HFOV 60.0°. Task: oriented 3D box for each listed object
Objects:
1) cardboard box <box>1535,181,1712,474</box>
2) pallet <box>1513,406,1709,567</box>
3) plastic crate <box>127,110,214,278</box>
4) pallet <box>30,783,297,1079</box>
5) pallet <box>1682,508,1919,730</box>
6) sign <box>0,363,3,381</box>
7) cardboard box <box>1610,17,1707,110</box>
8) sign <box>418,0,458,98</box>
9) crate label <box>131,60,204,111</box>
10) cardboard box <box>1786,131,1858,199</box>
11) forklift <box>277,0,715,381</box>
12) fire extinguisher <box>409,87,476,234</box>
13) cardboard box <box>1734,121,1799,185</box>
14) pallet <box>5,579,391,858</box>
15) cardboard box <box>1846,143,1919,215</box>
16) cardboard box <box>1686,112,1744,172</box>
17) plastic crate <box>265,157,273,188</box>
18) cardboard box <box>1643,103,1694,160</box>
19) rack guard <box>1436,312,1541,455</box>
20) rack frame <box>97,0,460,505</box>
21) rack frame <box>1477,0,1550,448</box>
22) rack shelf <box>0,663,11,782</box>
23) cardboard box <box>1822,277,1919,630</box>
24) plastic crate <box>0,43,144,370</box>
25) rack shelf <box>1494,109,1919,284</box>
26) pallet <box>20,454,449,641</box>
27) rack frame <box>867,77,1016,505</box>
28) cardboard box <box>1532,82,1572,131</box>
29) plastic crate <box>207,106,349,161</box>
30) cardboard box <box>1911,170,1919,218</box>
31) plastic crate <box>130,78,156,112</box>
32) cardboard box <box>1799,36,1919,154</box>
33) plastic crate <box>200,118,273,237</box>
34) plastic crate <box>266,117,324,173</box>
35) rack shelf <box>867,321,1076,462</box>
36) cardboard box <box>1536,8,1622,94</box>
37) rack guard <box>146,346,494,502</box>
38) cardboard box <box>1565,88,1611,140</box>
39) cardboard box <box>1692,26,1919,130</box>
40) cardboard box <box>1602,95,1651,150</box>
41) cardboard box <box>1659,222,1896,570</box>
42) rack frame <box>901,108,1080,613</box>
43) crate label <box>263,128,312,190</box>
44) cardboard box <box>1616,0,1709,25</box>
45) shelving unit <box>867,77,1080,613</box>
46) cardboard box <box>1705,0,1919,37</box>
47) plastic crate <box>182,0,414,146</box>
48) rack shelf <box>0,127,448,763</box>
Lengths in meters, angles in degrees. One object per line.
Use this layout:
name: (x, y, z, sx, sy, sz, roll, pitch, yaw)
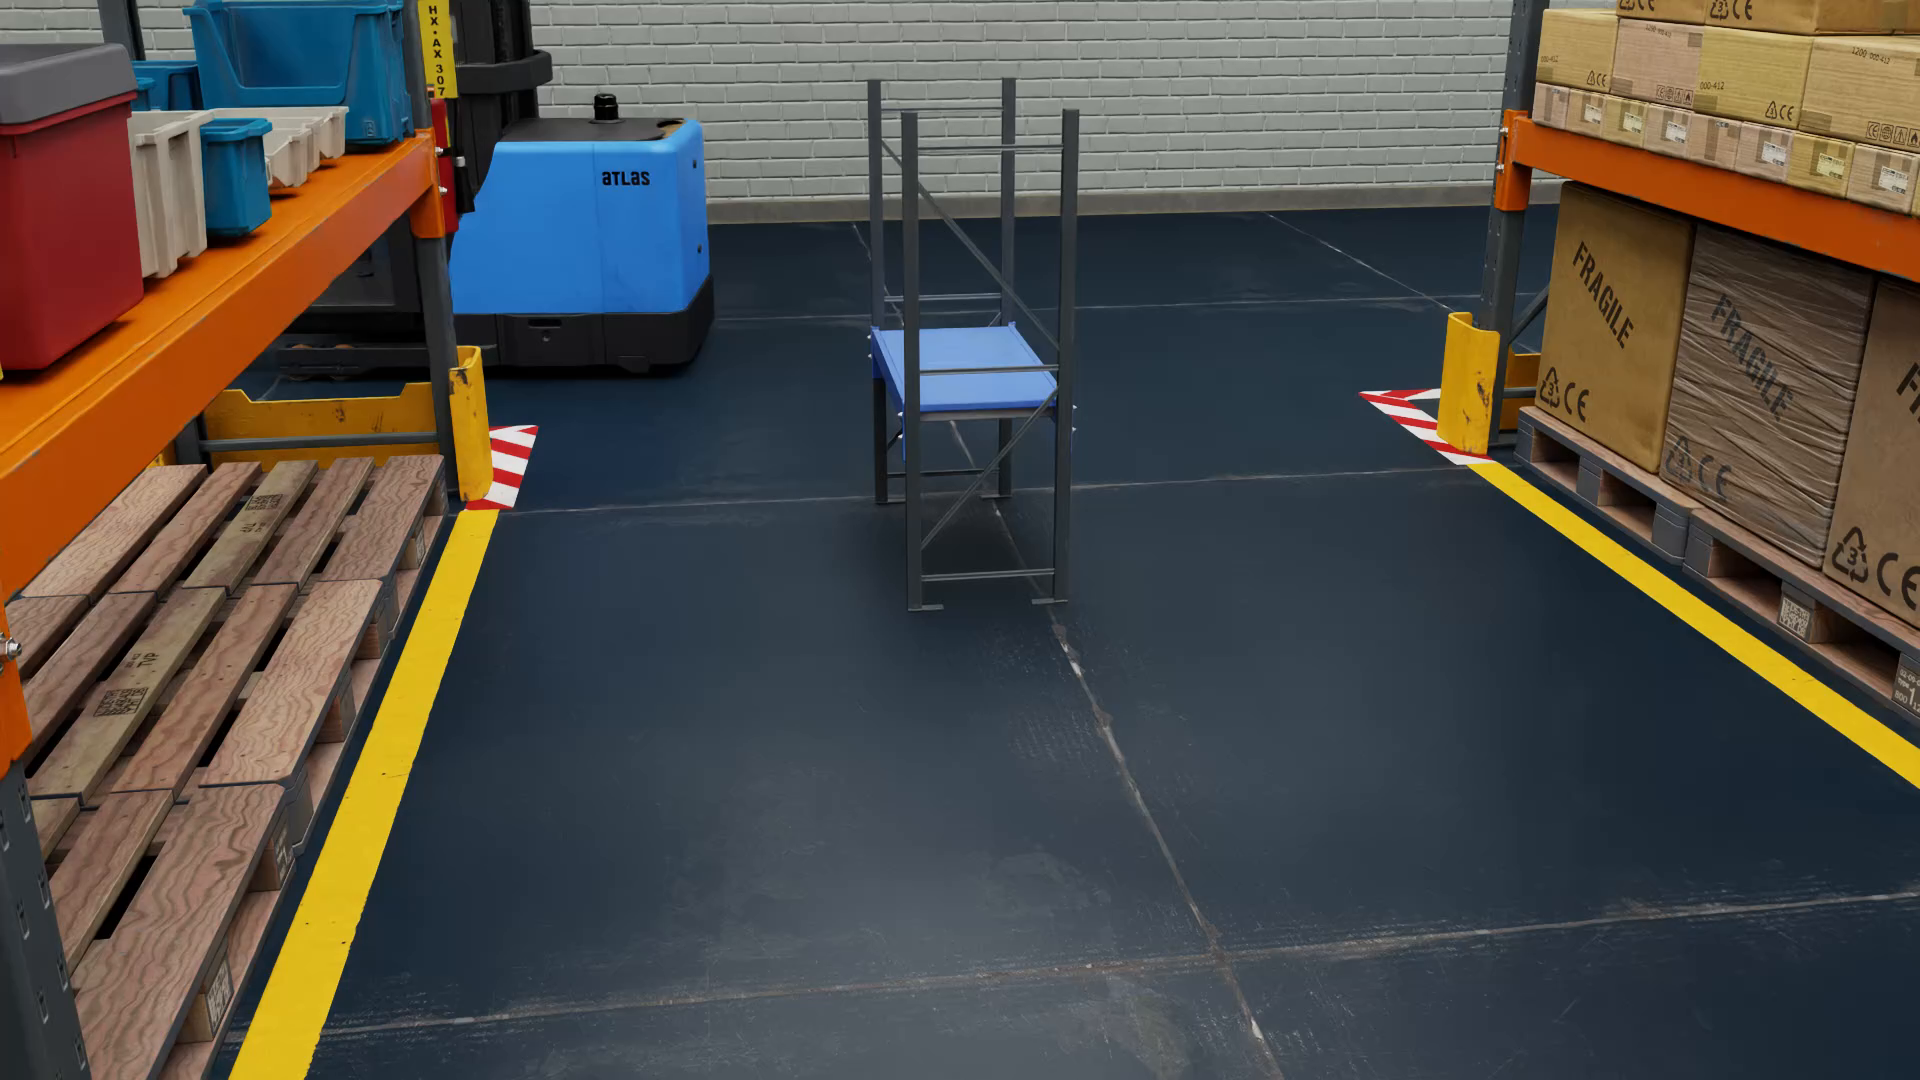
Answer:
cardboard box: (2.742, -0.805, 6.021, 0.875, 0.875, 0.875, -3, 21, -8)
pallet: (2.763, -0.242, 6.062, 1.003, 0.211, 1.213, -3, 21, -8)
plastic crate: (-1.792, -0.697, 3.379, 0.437, 0.282, 0.530, -3, 21, -8)
pallet: (-1.898, 0.867, 3.092, 1.003, 0.211, 1.213, -3, 21, -8)
pallet: (2.936, 0.180, 4.934, 1.003, 0.211, 1.213, -3, 21, -8)
sign: (-1.209, -0.343, 1.952, 0.100, 0.325, 0.005, -3, 21, -8)
cardboard box: (2.454, -1.531, 5.317, 0.500, 0.250, 0.500, -3, 21, -8)
sign: (-1.789, -1.681, 5.697, 0.100, 0.325, 0.005, -3, 21, -8)
crate label: (-2.621, -1.419, 5.382, 0.416, 0.233, 0.303, -3, 21, -8)
cardboard box: (2.518, -1.031, 4.550, 0.380, 0.149, 0.250, -3, 21, -9)
forklift: (-2.774, -2.294, 7.669, 3.031, 2.935, 1.130, 0, 20, -1)
fire extinguisher: (-1.903, -1.436, 5.916, 0.296, 0.674, 0.183, -3, 21, -8)
cardboard box: (2.483, -1.119, 4.784, 0.380, 0.149, 0.250, -3, 21, -8)
pallet: (-2.078, 0.444, 4.226, 1.003, 0.211, 1.213, -3, 21, -8)
cardboard box: (2.558, -0.941, 4.307, 0.380, 0.149, 0.250, -3, 21, -7)
cardboard box: (2.445, -1.208, 5.023, 0.380, 0.149, 0.250, -3, 21, -9)
plastic crate: (-1.881, -0.905, 4.143, 0.298, 0.136, 0.250, -3, 21, -8)
cardboard box: (2.410, -1.296, 5.259, 0.380, 0.149, 0.250, -3, 21, -9)
rack guard: (2.567, -0.658, 6.765, 1.175, 0.500, 0.348, -3, 21, -8)
rack frame: (-2.331, -1.571, 5.636, 1.000, 3.000, 0.127, -3, 21, -8)
rack frame: (2.571, -1.821, 6.305, 1.000, 3.000, 0.127, -3, 21, -8)
rack shelf: (-1.466, 0.843, 0.200, 1.077, 0.370, 4.000, -3, 21, -8)
cardboard box: (3.001, -0.182, 4.352, 0.875, 0.875, 0.875, -3, 21, -8)
plastic crate: (-1.635, -0.566, 2.768, 0.402, 0.464, 0.583, -3, 21, -8)
rack shelf: (2.859, -0.792, 4.577, 1.077, 0.370, 4.000, -3, 21, -8)
pallet: (-2.250, 0.022, 5.354, 1.003, 0.211, 1.213, -3, 21, -8)
rack frame: (-0.061, -0.849, 5.846, 0.500, 1.500, 0.032, -3, 21, -8)
cardboard box: (2.295, -1.564, 5.975, 0.380, 0.149, 0.250, -3, 21, -7)
plastic crate: (-2.034, -1.203, 4.940, 0.396, 0.136, 0.243, -3, 21, -8)
cardboard box: (2.593, -0.852, 4.071, 0.380, 0.149, 0.250, -3, 21, -9)
plastic crate: (-2.526, -1.191, 4.771, 0.416, 0.233, 0.300, -3, 21, -8)
cardboard box: (2.603, -1.176, 4.368, 0.500, 0.250, 0.500, -3, 21, -9)
plastic crate: (-1.781, -0.823, 3.786, 0.416, 0.233, 0.300, -3, 21, -8)
plastic crate: (-2.006, -1.102, 4.670, 0.396, 0.136, 0.243, -3, 21, -8)
rack shelf: (0.012, -0.505, 5.438, 0.538, 0.185, 1.000, -3, 21, -8)
cardboard box: (2.373, -1.710, 5.798, 0.500, 0.250, 0.500, -3, 21, -9)
rack guard: (-2.347, -0.408, 6.094, 1.175, 0.500, 0.348, -3, 21, -8)
cardboard box: (2.334, -1.475, 5.738, 0.380, 0.149, 0.250, -3, 21, -9)
cardboard box: (2.523, -1.357, 4.850, 0.500, 0.250, 0.500, -4, 21, -10)
cardboard box: (2.371, -1.387, 5.500, 0.380, 0.149, 0.250, -3, 21, -9)
cardboard box: (2.873, -0.490, 5.177, 0.875, 0.875, 0.875, -3, 21, -8)
rack frame: (0.086, -0.497, 4.903, 0.500, 1.500, 0.032, -3, 21, -8)
crate label: (-1.942, -1.006, 4.415, 0.396, 0.136, 0.243, -3, 21, -8)
cardboard box: (2.445, -1.889, 5.203, 0.500, 0.500, 0.500, -3, 21, -9)
shelving unit: (0.012, -0.673, 5.375, 0.538, 1.500, 1.048, -3, 21, -8)
cardboard box: (2.525, -1.710, 4.724, 0.500, 0.500, 0.500, -3, 21, -9)
plastic crate: (-2.098, -1.509, 5.334, 0.616, 0.435, 0.499, -3, 21, -8)
rack shelf: (-2.042, -0.542, 3.908, 1.077, 0.370, 4.000, -3, 21, -8)
